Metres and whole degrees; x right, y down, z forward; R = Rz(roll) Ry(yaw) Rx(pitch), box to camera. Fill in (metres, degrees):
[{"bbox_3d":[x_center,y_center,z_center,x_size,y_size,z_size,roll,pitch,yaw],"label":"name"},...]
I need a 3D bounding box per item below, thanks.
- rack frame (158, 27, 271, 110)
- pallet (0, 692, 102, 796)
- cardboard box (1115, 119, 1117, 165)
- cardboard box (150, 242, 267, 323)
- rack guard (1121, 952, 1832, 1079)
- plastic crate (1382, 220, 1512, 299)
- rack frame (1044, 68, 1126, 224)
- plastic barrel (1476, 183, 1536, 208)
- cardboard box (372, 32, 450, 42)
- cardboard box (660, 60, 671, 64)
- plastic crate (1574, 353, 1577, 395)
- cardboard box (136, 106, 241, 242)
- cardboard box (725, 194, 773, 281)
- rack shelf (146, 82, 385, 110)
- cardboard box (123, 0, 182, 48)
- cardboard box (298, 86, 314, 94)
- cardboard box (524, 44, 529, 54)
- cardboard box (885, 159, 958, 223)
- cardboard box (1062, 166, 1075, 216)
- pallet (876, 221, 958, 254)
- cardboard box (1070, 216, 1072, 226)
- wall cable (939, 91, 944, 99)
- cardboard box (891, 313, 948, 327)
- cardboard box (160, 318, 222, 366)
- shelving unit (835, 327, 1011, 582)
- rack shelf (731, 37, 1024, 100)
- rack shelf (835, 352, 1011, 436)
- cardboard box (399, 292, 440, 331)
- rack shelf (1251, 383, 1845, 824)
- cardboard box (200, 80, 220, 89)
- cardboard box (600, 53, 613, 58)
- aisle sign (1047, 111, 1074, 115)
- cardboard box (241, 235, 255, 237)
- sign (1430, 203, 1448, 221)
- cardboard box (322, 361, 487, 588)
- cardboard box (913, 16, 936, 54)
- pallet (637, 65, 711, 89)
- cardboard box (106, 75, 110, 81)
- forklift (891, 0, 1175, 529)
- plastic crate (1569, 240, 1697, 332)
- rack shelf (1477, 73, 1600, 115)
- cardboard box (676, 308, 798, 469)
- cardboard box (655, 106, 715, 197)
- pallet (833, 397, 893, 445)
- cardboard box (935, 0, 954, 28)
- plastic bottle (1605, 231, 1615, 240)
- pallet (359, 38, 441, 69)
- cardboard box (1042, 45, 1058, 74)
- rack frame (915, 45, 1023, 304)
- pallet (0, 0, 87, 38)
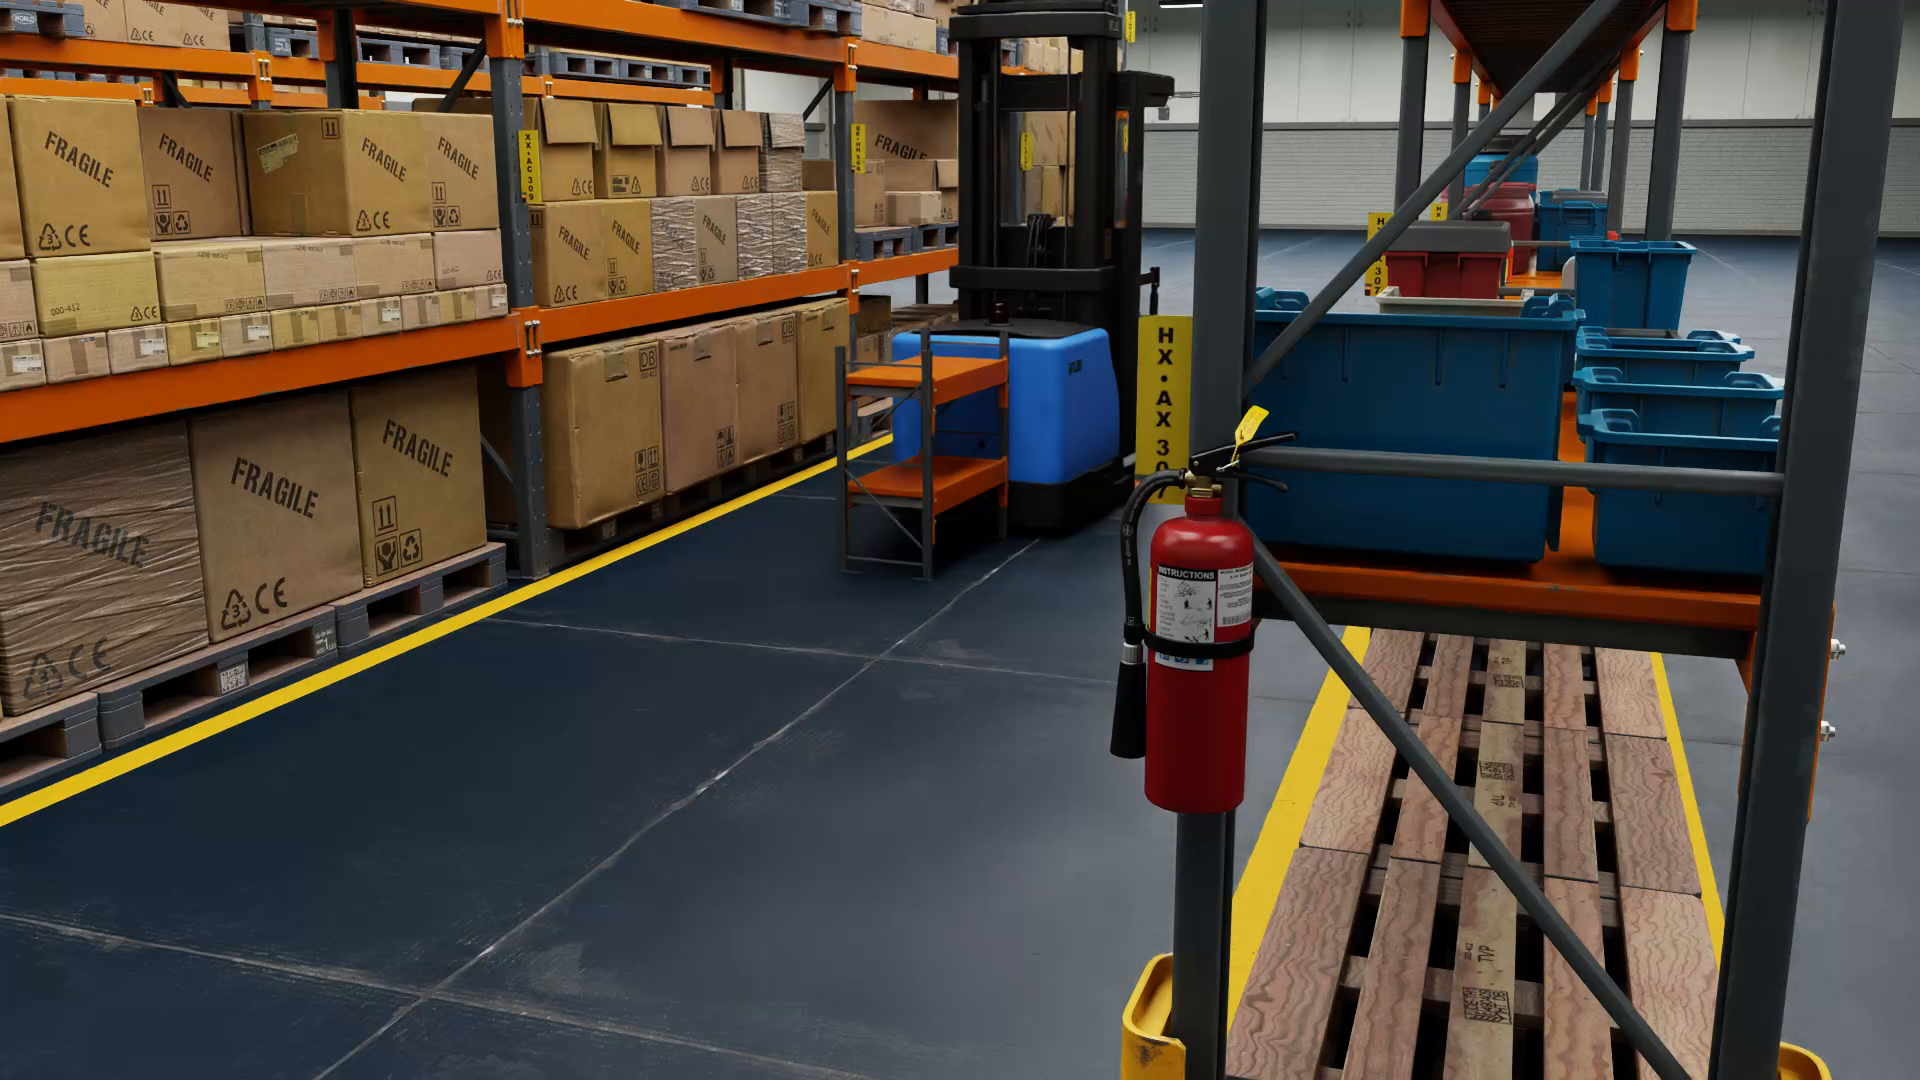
[{"bbox_3d":[-5.880,-2.526,13.313,1.000,3.000,0.127,4,14,18],"label":"rack frame"},{"bbox_3d":[-3.624,0.723,5.348,1.003,0.211,1.213,4,14,18],"label":"pallet"},{"bbox_3d":[1.424,-4.379,18.294,0.500,0.500,0.500,4,14,18],"label":"cardboard box"},{"bbox_3d":[-2.906,-0.942,6.043,0.500,0.250,0.500,4,13,17],"label":"cardboard box"},{"bbox_3d":[0.883,1.118,2.965,1.175,0.500,0.348,4,14,18],"label":"rack guard"},{"bbox_3d":[1.646,-0.839,5.645,0.402,0.464,0.583,4,14,18],"label":"plastic crate"},{"bbox_3d":[1.369,-3.832,19.035,1.000,3.000,0.127,4,14,18],"label":"rack frame"},{"bbox_3d":[4.006,-2.359,12.277,0.433,0.535,0.433,0,13,0],"label":"plastic barrel"},{"bbox_3d":[-4.945,-4.655,14.935,0.500,0.311,0.500,4,13,16],"label":"cardboard box"},{"bbox_3d":[-3.490,-5.442,18.744,0.380,0.149,0.250,4,14,19],"label":"cardboard box"},{"bbox_3d":[1.893,-0.461,4.724,0.293,0.136,0.466,4,14,18],"label":"plastic crate"},{"bbox_3d":[-3.242,-1.447,6.571,0.500,0.500,0.500,4,13,17],"label":"cardboard box"},{"bbox_3d":[-1.477,-1.860,10.173,0.500,0.500,0.500,4,13,17],"label":"cardboard box"},{"bbox_3d":[-8.656,-5.236,20.062,1.077,0.370,4.000,4,14,18],"label":"rack shelf"},{"bbox_3d":[-5.974,-3.792,11.896,0.500,0.500,0.500,4,14,18],"label":"cardboard box"},{"bbox_3d":[-8.208,-5.577,20.506,0.380,0.149,0.250,4,14,18],"label":"cardboard box"},{"bbox_3d":[-4.690,-5.114,17.309,0.380,0.149,0.250,5,14,19],"label":"cardboard box"},{"bbox_3d":[-0.399,-2.873,13.659,0.797,0.503,0.637,6,14,24],"label":"cardboard box"},{"bbox_3d":[0.741,-3.591,17.088,0.875,0.500,0.500,4,14,18],"label":"cardboard box"},{"bbox_3d":[-0.618,-2.474,13.516,1.003,0.211,1.213,4,14,18],"label":"pallet"},{"bbox_3d":[0.939,-3.263,17.109,0.380,0.149,0.250,4,14,18],"label":"cardboard box"},{"bbox_3d":[-1.873,-13.073,53.018,3.097,2.526,0.112,4,14,18],"label":"wall cable"},{"bbox_3d":[-0.497,-1.641,14.064,0.700,0.500,0.500,3,13,14],"label":"cardboard box"},{"bbox_3d":[-2.885,-0.715,5.946,0.380,0.149,0.250,4,13,17],"label":"cardboard box"},{"bbox_3d":[-0.171,-0.473,8.531,0.538,1.125,1.048,5,14,22],"label":"shelving unit"},{"bbox_3d":[-0.573,-3.680,13.246,1.077,0.370,4.000,4,14,18],"label":"rack shelf"},{"bbox_3d":[-0.171,-0.758,8.466,0.538,0.278,1.000,5,14,22],"label":"rack shelf"},{"bbox_3d":[-2.469,-0.987,7.134,0.380,0.149,0.250,4,13,17],"label":"cardboard box"},{"bbox_3d":[1.525,-0.177,4.638,1.077,0.370,4.000,4,14,18],"label":"rack shelf"},{"bbox_3d":[-8.738,-5.252,19.081,0.380,0.149,0.250,5,14,20],"label":"cardboard box"},{"bbox_3d":[-3.901,-5.173,17.568,0.380,0.149,0.250,4,13,18],"label":"cardboard box"},{"bbox_3d":[1.105,-5.134,18.898,0.394,0.787,0.004,4,14,18],"label":"aisle sign"},{"bbox_3d":[-3.080,-1.193,7.141,0.500,0.250,0.500,4,14,18],"label":"cardboard box"},{"bbox_3d":[2.944,-1.908,10.242,0.100,0.325,0.005,4,14,18],"label":"sign"},{"bbox_3d":[-2.803,-0.341,7.571,0.875,0.875,0.875,4,14,18],"label":"cardboard box"},{"bbox_3d":[-0.503,-3.834,12.642,0.500,0.250,0.500,5,14,20],"label":"cardboard box"},{"bbox_3d":[-3.522,-5.472,19.681,1.003,0.211,1.213,4,14,18],"label":"pallet"},{"bbox_3d":[-9.490,-5.131,18.553,0.380,0.149,0.250,4,14,19],"label":"cardboard box"},{"bbox_3d":[0.644,-1.773,10.168,1.130,2.935,3.031,5,14,22],"label":"forklift"},{"bbox_3d":[2.344,-0.847,5.860,0.392,0.384,0.575,4,14,18],"label":"plastic crate"},{"bbox_3d":[5.408,-4.166,15.374,1.077,0.370,4.000,4,14,18],"label":"rack shelf"},{"bbox_3d":[-1.759,-0.985,10.395,1.225,0.875,0.875,4,14,19],"label":"cardboard box"},{"bbox_3d":[-1.896,-2.254,9.642,0.797,0.503,0.637,5,14,20],"label":"cardboard box"},{"bbox_3d":[-0.966,-0.952,12.686,1.003,0.211,1.213,4,14,18],"label":"pallet"},{"bbox_3d":[-0.475,-4.417,13.681,0.797,0.503,0.637,5,14,21],"label":"cardboard box"},{"bbox_3d":[3.279,-1.380,8.403,0.144,0.351,0.185,4,14,18],"label":"plastic bottle"},{"bbox_3d":[-5.363,-4.271,14.643,1.003,0.211,1.213,5,14,21],"label":"pallet"},{"bbox_3d":[0.629,-4.567,15.852,0.500,0.250,0.500,4,14,18],"label":"cardboard box"},{"bbox_3d":[0.074,-2.990,15.345,1.000,3.000,0.127,4,14,18],"label":"rack frame"},{"bbox_3d":[-6.541,-3.395,10.804,1.213,0.211,1.003,4,14,18],"label":"pallet"}]
